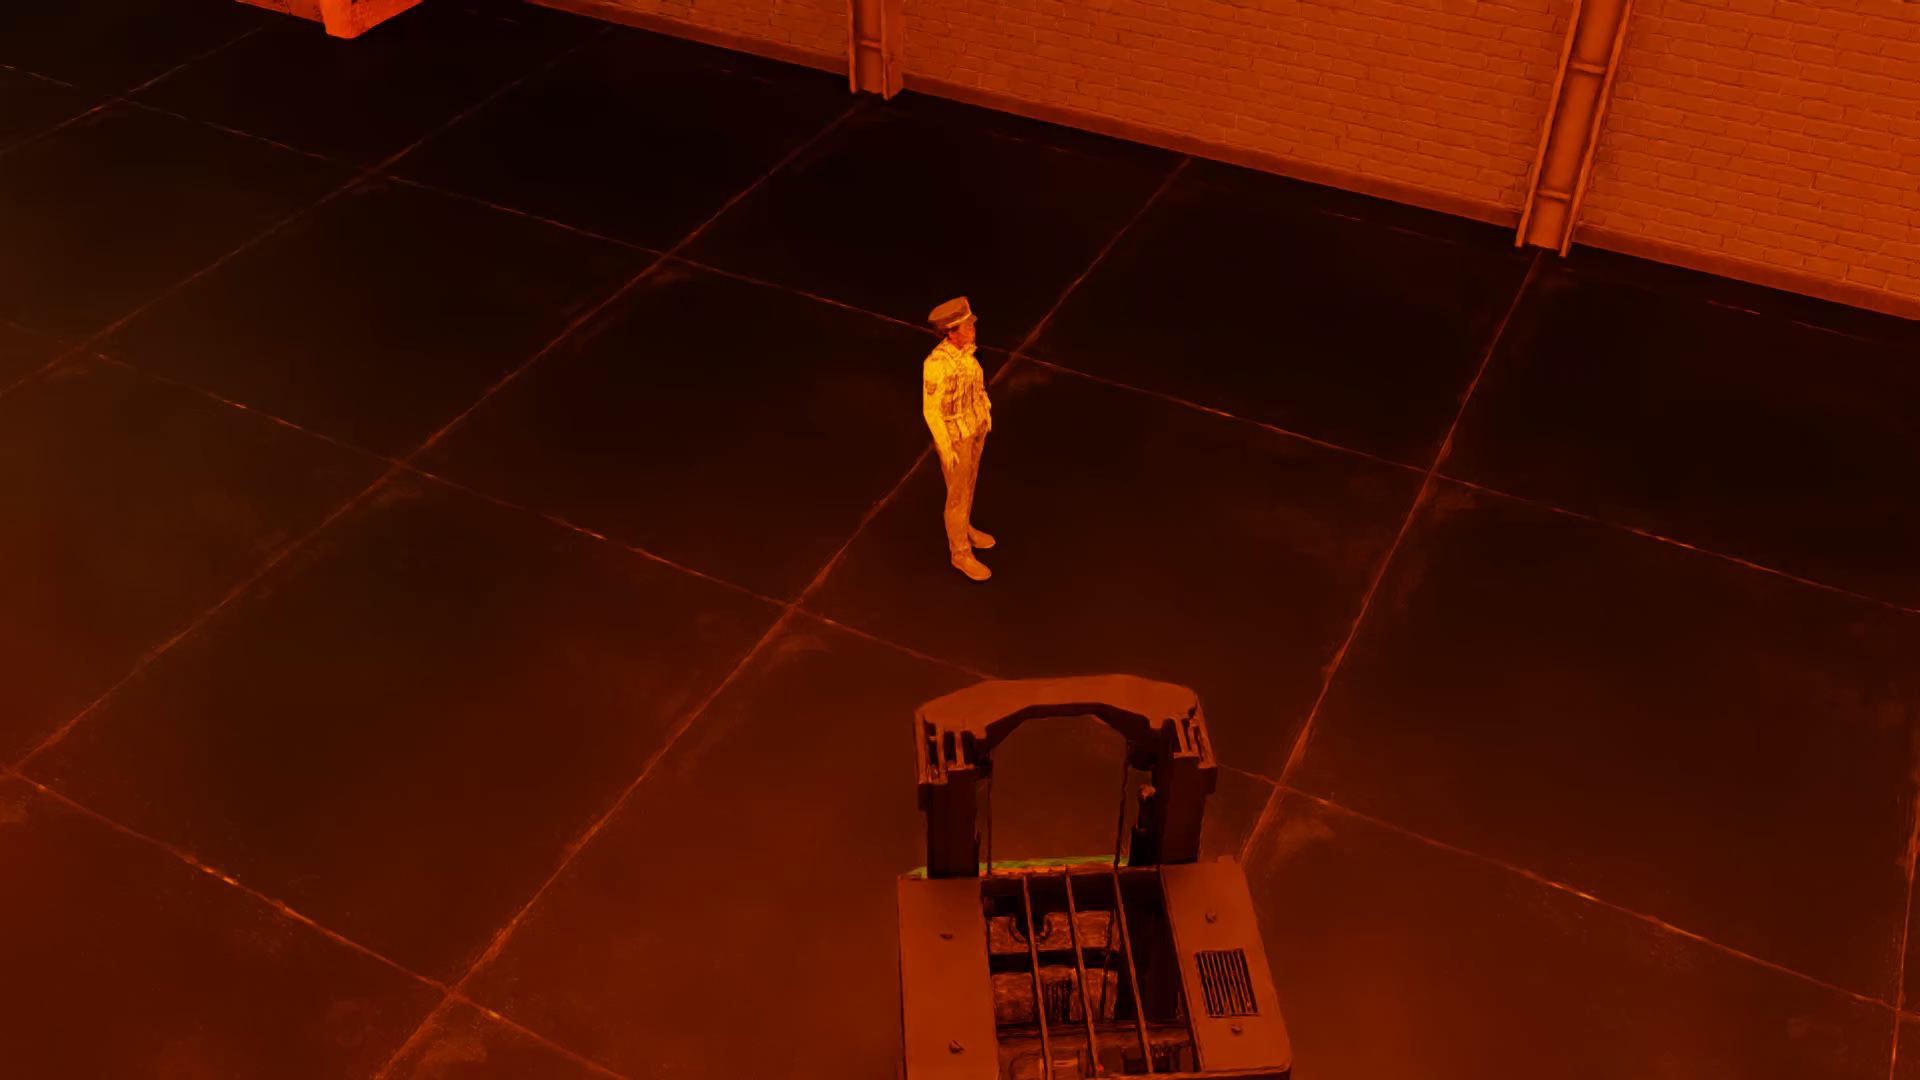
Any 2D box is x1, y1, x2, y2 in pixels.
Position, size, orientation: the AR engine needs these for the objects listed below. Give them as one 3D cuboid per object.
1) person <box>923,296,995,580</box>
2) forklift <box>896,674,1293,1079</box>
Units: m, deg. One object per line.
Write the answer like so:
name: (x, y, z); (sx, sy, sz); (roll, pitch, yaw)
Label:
person: (0.057, -0.630, 9.682); (0.532, 1.695, 0.586); (18, 43, 21)
forklift: (0.364, 1.995, 5.618); (1.130, 2.935, 3.031); (-3, 40, -3)
